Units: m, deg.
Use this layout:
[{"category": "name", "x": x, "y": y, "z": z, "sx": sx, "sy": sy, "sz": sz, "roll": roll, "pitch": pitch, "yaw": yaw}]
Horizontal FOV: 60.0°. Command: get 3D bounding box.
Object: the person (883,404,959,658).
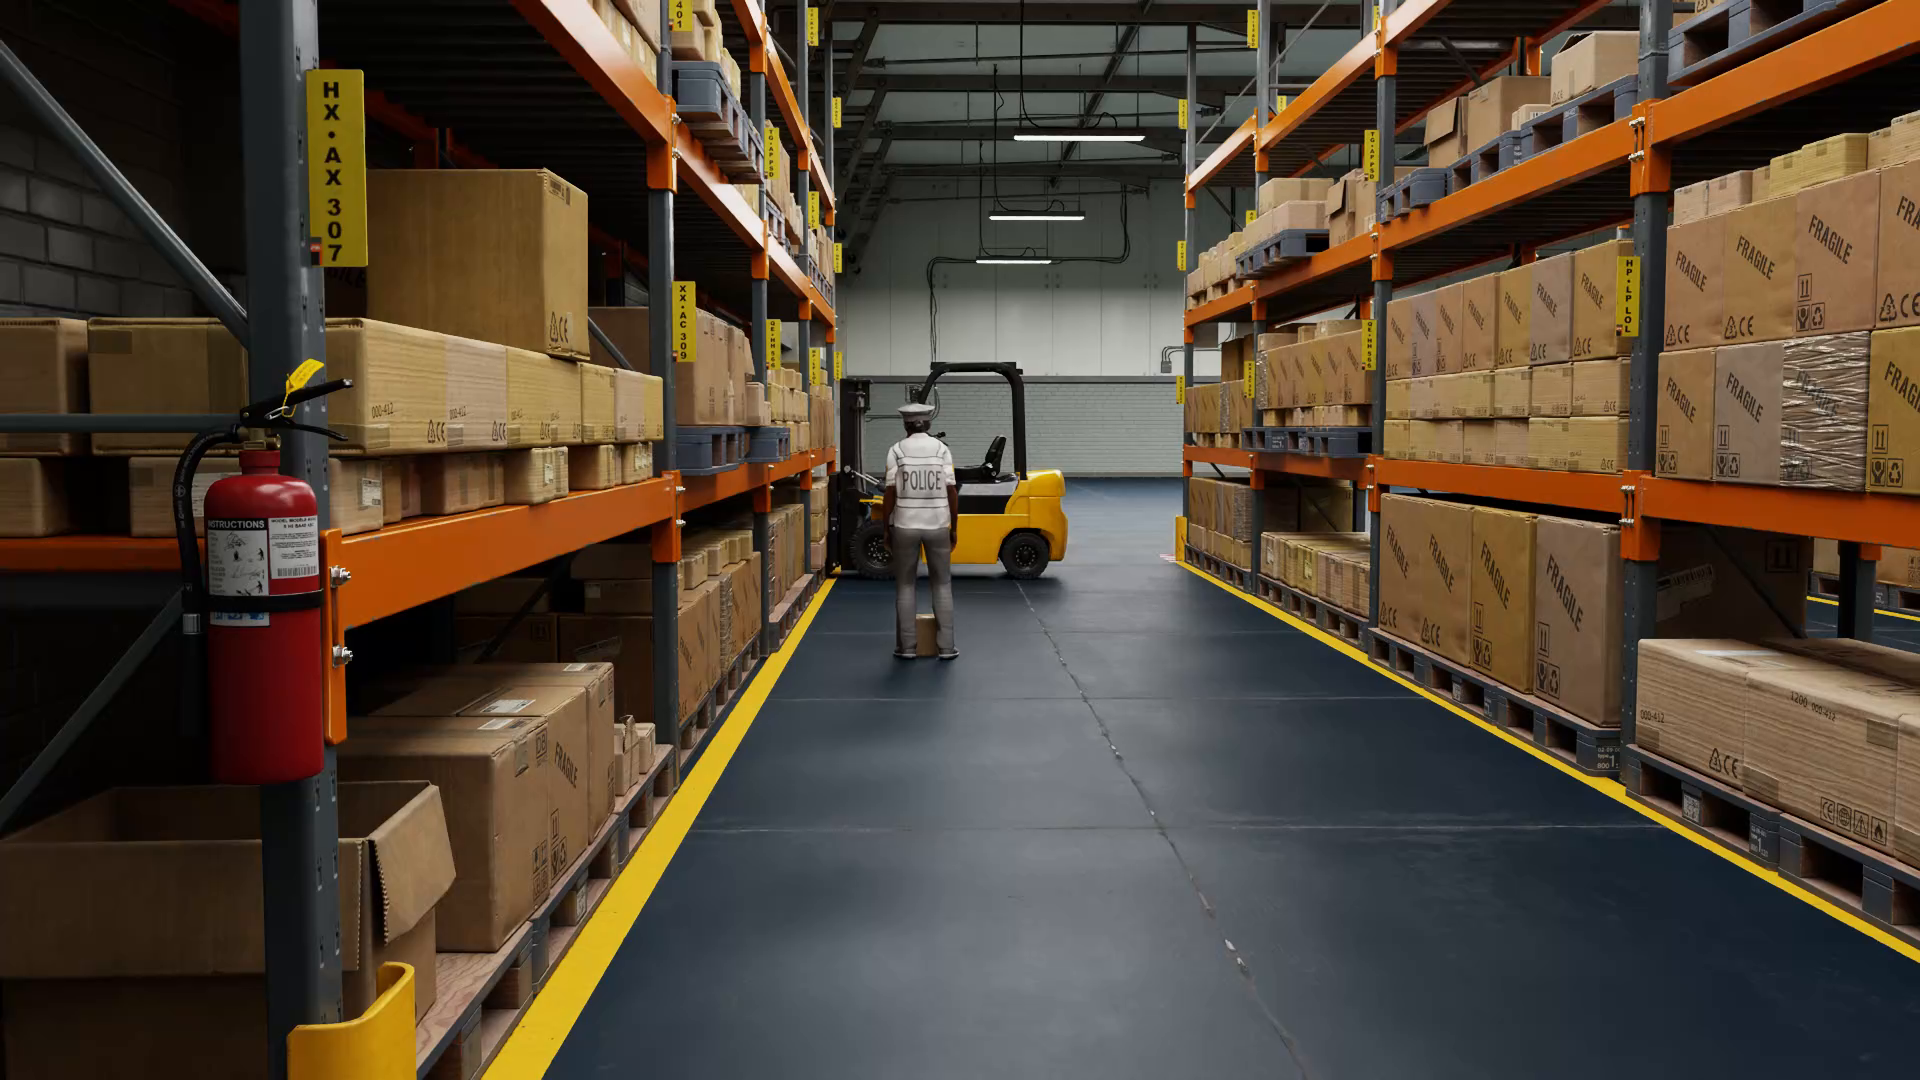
[{"category": "person", "x": -0.251, "y": -0.056, "z": 10.820, "sx": 0.507, "sy": 1.660, "sz": 0.415, "roll": 0, "pitch": 4, "yaw": -6}]
